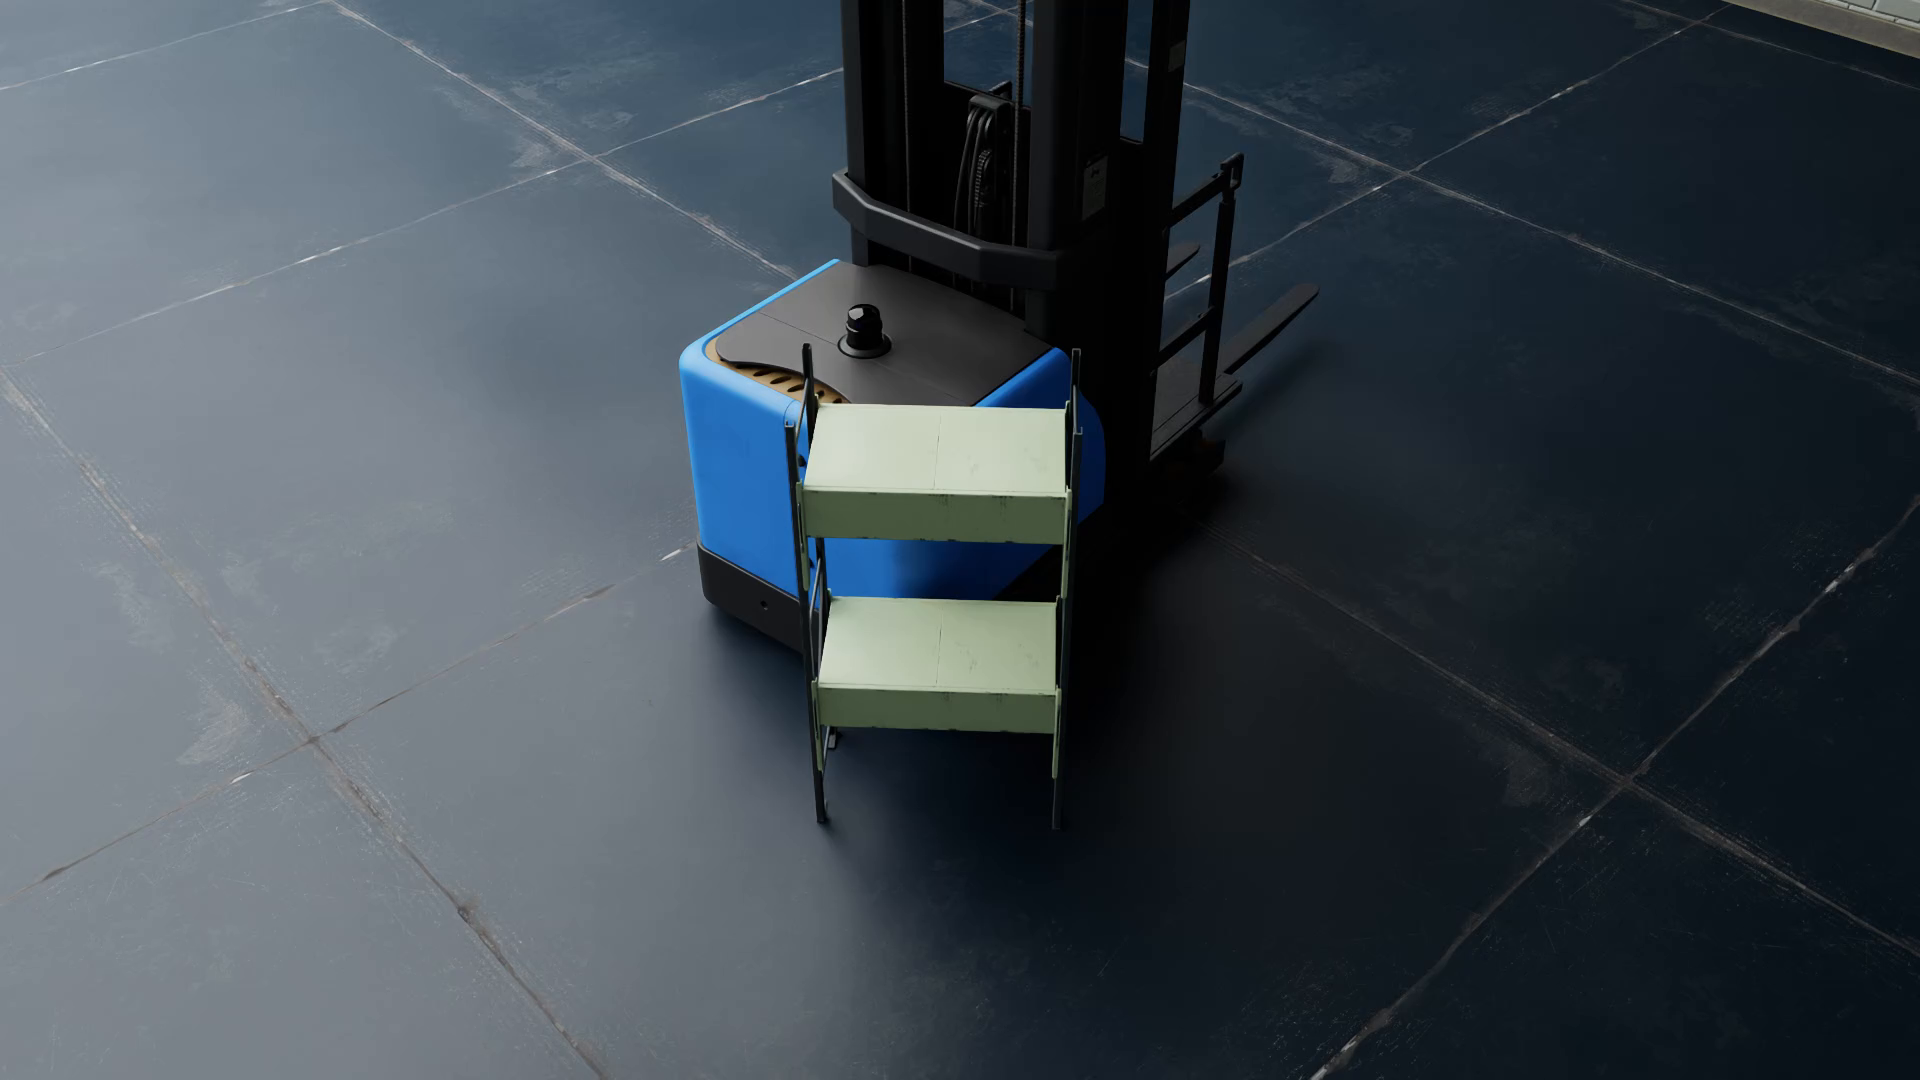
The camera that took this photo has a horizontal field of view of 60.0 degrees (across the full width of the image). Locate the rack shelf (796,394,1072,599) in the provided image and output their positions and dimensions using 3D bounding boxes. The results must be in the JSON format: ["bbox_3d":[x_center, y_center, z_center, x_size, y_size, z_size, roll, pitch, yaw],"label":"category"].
[{"bbox_3d":[-0.059,-0.124,4.587,0.720,0.370,0.431,2,39,2],"label":"rack shelf"}]

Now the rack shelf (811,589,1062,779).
[{"bbox_3d":[-0.059,0.432,5.039,0.720,0.370,0.431,2,39,2],"label":"rack shelf"}]

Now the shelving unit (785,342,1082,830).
[{"bbox_3d":[-0.059,0.179,4.833,0.755,1.500,0.431,2,39,2],"label":"shelving unit"}]

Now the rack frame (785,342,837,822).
[{"bbox_3d":[-0.425,0.169,4.846,0.023,1.500,0.400,2,39,2],"label":"rack frame"}]

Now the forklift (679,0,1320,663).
[{"bbox_3d":[0.384,-1.451,5.714,1.130,2.935,3.031,26,46,28],"label":"forklift"}]

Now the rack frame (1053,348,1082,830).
[{"bbox_3d":[0.307,0.189,4.820,0.023,1.500,0.400,2,39,2],"label":"rack frame"}]
